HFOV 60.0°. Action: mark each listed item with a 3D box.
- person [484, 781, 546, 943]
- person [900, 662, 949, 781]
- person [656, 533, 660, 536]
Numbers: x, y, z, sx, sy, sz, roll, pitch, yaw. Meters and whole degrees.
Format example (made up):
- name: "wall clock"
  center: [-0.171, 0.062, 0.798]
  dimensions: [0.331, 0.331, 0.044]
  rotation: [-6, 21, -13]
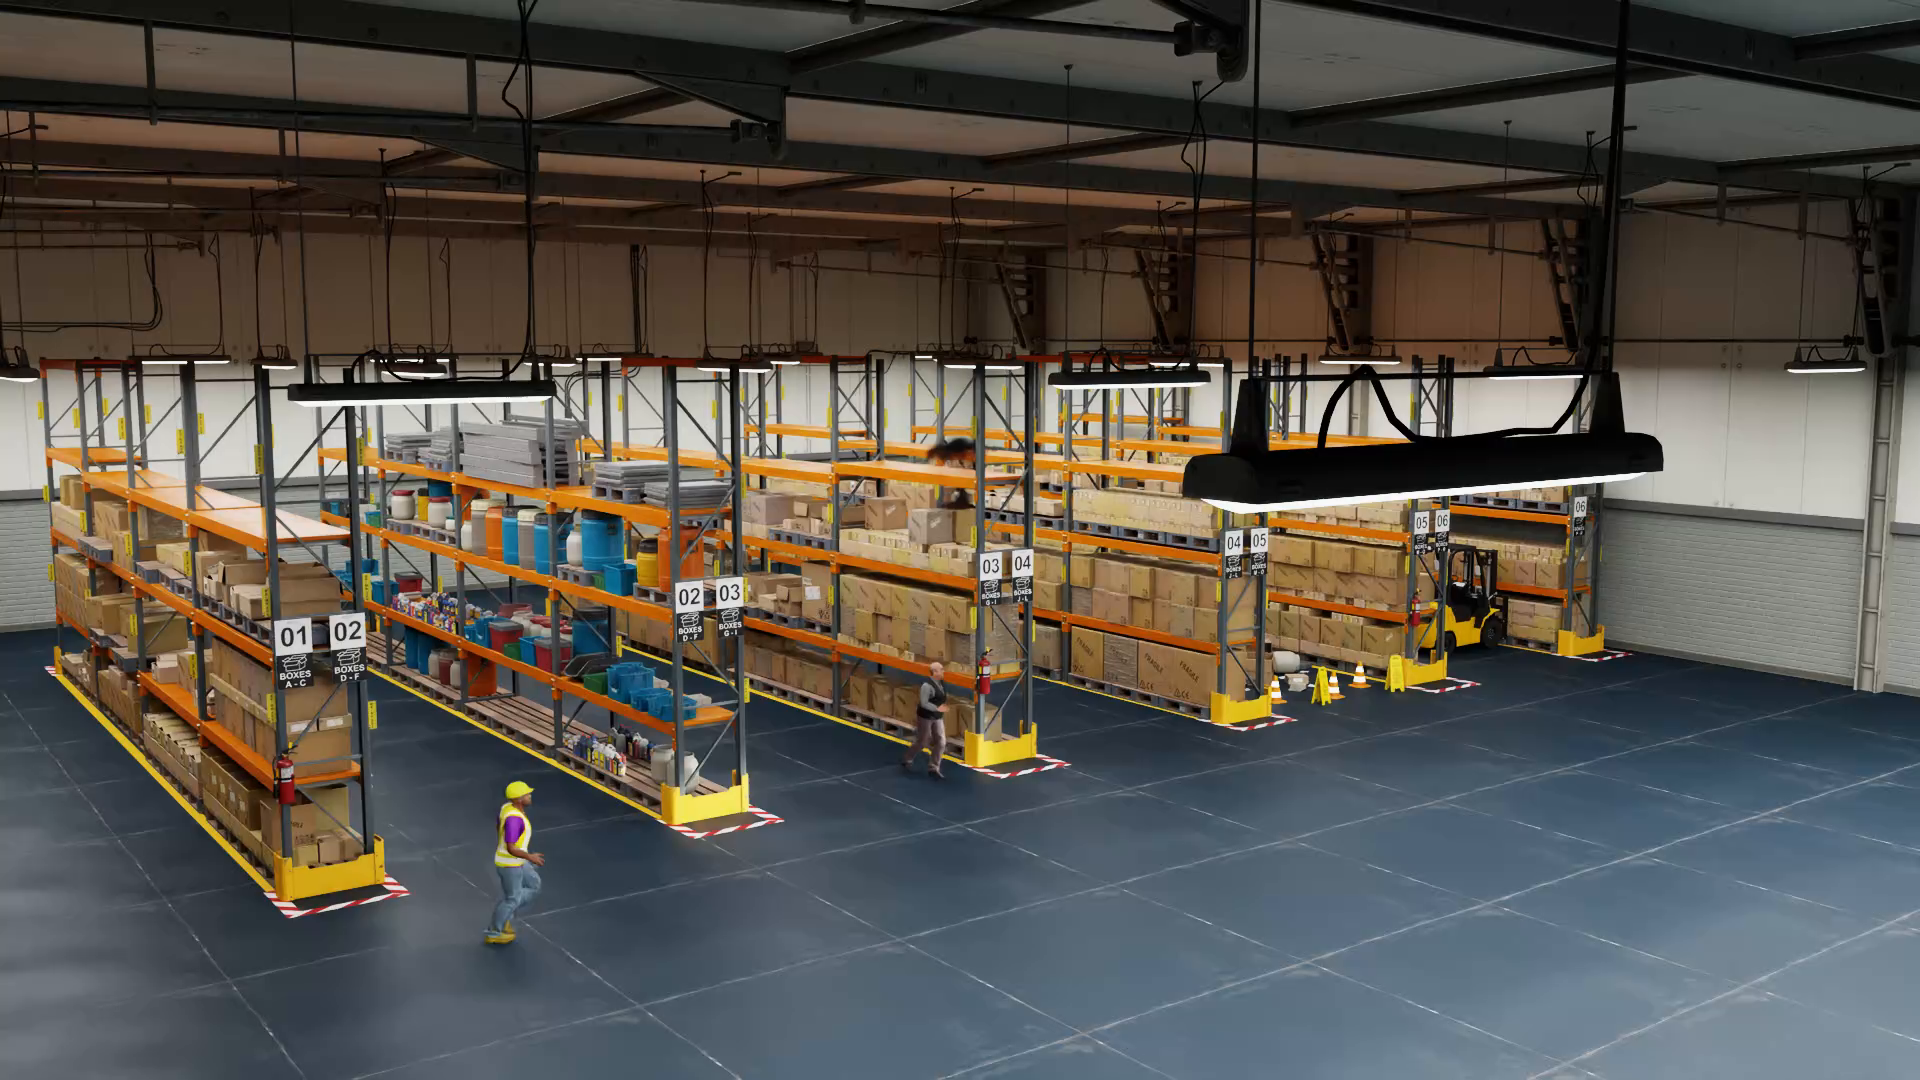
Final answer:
- name: "person"
  center: [-4.695, 3.380, 17.520]
  dimensions: [0.665, 1.707, 0.653]
  rotation: [-1, 7, -12]
- name: "person"
  center: [-0.515, 2.605, 24.149]
  dimensions: [0.789, 1.728, 0.627]
  rotation: [5, 8, 34]
- name: "person"
  center: [-7.469, 0.626, 40.882]
  dimensions: [0.626, 1.604, 0.525]
  rotation: [-3, 8, -25]
